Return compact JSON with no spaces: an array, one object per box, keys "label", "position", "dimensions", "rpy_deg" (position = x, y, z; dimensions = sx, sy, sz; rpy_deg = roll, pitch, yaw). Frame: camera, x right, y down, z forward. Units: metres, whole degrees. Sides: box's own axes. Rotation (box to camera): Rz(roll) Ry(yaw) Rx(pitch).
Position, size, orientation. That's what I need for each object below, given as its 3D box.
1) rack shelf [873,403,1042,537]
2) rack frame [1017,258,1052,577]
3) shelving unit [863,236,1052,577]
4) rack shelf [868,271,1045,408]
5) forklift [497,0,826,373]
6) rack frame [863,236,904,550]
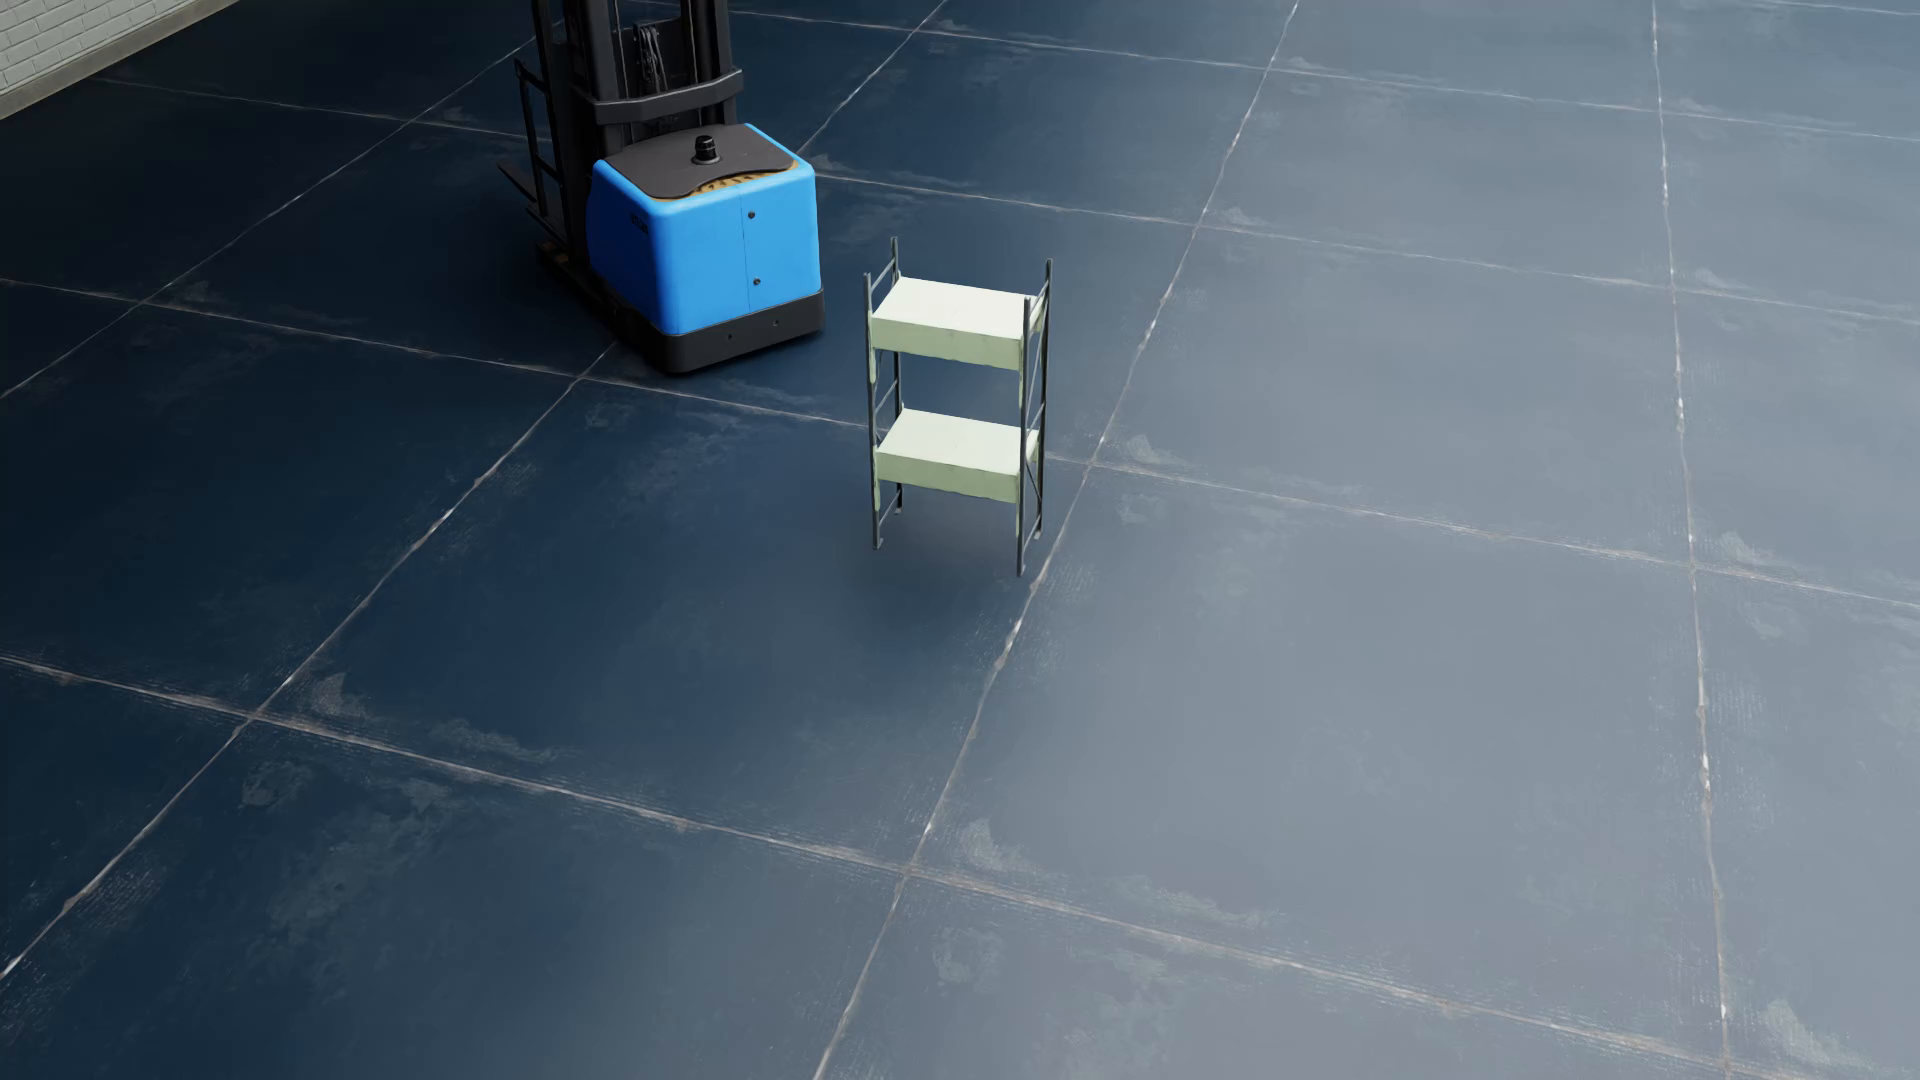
[{"label":"rack shelf","position":[-0.006,-0.343,8.000],"dimensions":[0.720,0.370,0.431],"rpy_deg":[10,38,14]},{"label":"rack frame","position":[0.343,-0.541,7.719],"dimensions":[0.023,1.500,0.400],"rpy_deg":[10,38,14]},{"label":"shelving unit","position":[-0.006,-0.605,7.807],"dimensions":[0.755,1.500,0.431],"rpy_deg":[10,38,14]},{"label":"rack shelf","position":[-0.006,-0.919,7.576],"dimensions":[0.720,0.370,0.431],"rpy_deg":[10,38,14]},{"label":"forklift","position":[-2.042,-2.960,9.798],"dimensions":[1.130,2.935,3.031],"rpy_deg":[-22,42,-27]},{"label":"rack frame","position":[-0.356,-0.670,7.895],"dimensions":[0.023,1.500,0.400],"rpy_deg":[10,38,14]}]
